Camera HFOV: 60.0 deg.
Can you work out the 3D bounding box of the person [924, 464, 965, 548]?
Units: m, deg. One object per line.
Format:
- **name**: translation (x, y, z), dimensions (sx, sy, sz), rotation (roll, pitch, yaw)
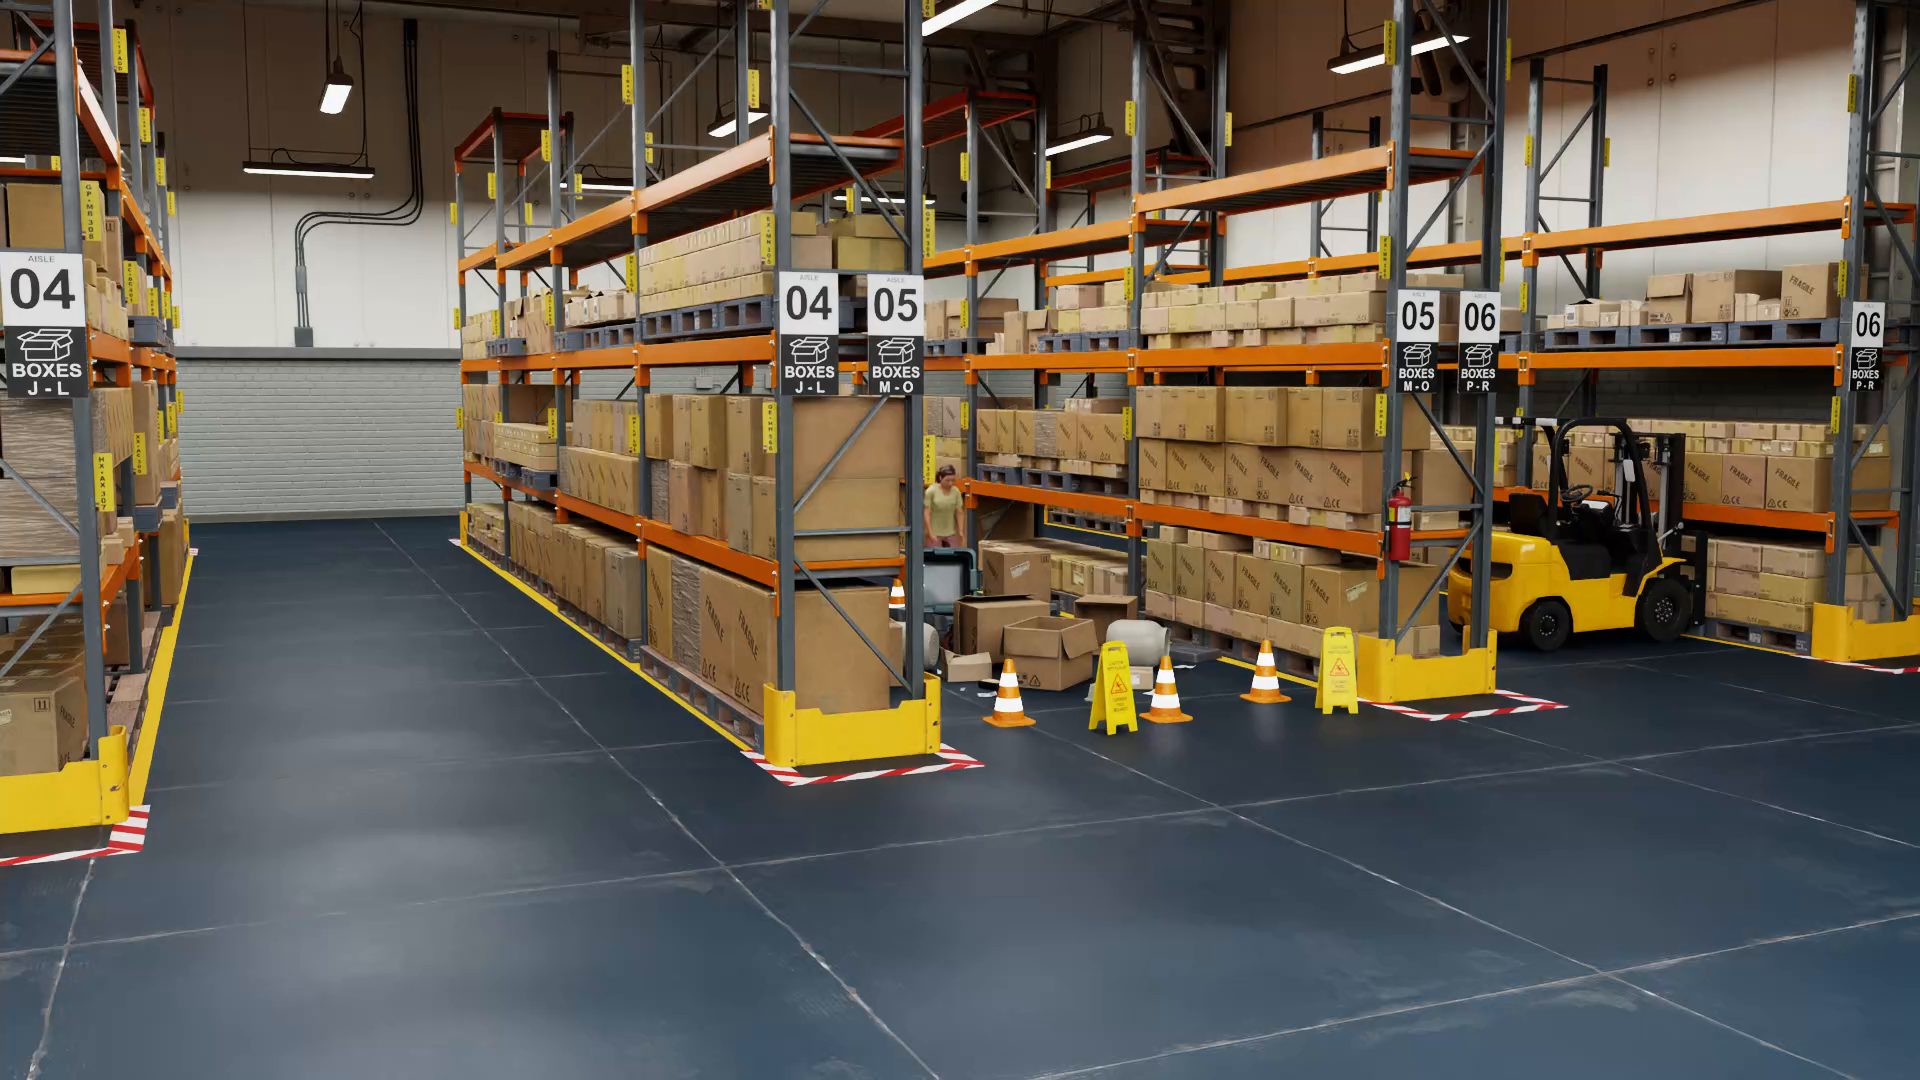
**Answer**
- **person**: translation (-0.168, -0.032, 18.167), dimensions (0.474, 1.616, 0.406), rotation (-2, 6, -22)
